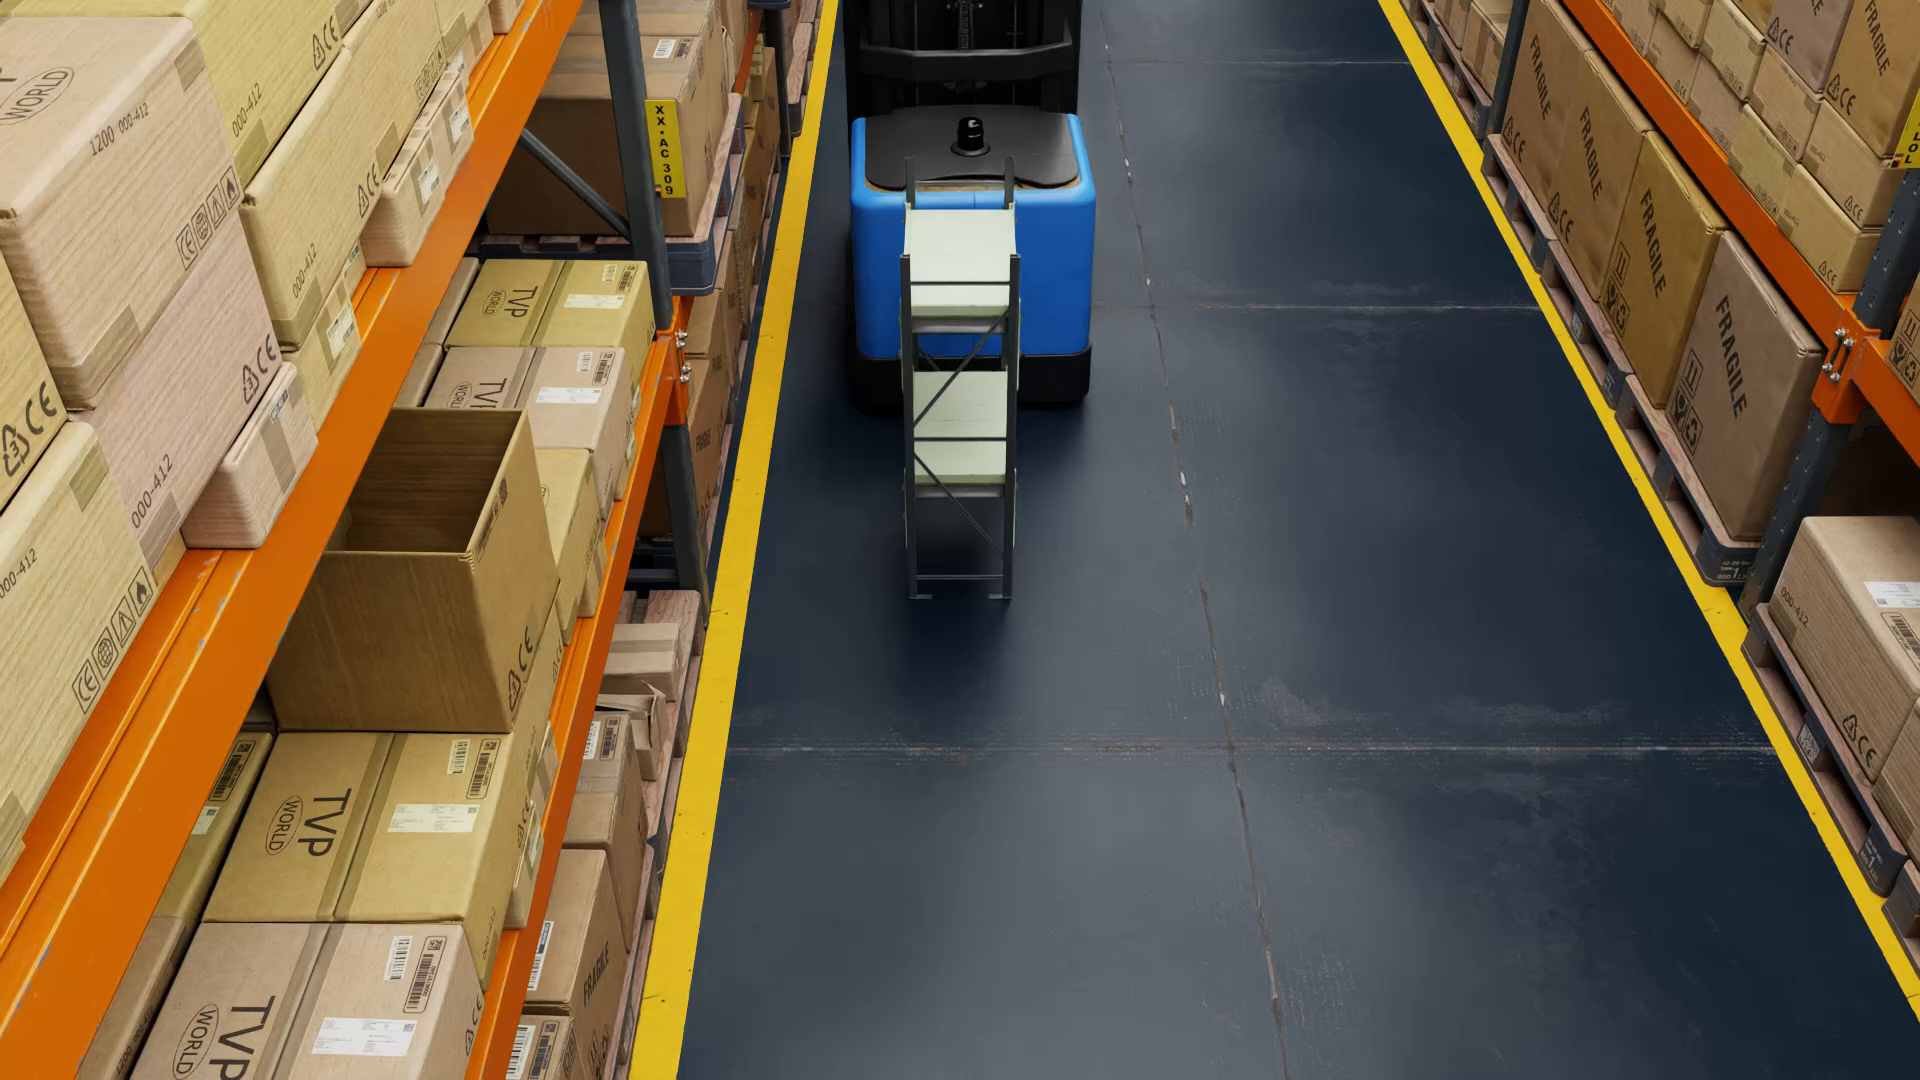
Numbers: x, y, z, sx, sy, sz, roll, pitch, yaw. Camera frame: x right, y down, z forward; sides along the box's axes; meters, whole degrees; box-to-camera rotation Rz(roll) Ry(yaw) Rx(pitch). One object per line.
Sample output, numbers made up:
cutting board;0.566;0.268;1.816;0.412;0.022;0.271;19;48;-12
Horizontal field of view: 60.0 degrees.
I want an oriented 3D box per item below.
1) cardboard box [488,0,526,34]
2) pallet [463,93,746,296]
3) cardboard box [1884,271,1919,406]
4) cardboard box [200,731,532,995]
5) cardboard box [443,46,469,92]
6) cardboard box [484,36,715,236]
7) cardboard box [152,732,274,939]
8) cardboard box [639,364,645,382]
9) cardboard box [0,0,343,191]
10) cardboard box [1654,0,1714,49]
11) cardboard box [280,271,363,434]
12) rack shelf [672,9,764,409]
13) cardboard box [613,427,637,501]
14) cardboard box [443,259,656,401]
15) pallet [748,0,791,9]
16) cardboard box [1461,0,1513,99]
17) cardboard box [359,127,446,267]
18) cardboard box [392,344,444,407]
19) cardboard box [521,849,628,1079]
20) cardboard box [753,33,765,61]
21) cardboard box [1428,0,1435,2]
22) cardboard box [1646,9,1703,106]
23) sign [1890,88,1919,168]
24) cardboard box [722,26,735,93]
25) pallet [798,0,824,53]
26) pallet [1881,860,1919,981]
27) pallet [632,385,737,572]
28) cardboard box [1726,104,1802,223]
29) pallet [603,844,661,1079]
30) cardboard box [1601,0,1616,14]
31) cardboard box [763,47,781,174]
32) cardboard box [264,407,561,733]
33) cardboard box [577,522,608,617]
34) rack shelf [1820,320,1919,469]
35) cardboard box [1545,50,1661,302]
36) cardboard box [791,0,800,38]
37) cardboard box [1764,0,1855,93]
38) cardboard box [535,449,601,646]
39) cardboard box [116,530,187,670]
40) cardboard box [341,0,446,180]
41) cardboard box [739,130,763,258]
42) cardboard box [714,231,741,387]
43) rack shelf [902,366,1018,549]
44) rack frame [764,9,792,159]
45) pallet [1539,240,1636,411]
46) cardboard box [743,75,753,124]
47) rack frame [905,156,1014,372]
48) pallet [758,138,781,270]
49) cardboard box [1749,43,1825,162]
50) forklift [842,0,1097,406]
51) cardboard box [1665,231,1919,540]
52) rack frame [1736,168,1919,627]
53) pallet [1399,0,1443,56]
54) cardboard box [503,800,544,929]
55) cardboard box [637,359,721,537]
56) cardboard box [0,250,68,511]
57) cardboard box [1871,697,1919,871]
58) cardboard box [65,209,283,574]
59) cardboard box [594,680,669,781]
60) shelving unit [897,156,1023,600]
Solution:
cardboard box;-1.181;-1.245;3.707;0.380;0.149;0.250;0;39;0
pallet;-1.354;-1.296;6.123;1.003;0.211;1.213;0;39;0
cardboard box;3.241;-0.623;5.048;0.500;0.500;0.500;1;39;1
cardboard box;-1.193;0.656;3.415;0.500;0.250;0.500;-1;39;-1
cardboard box;-1.204;-0.920;3.301;0.380;0.149;0.250;0;39;0
cardboard box;-1.239;-1.377;5.654;0.700;0.500;0.500;1;39;1
cardboard box;-1.718;0.653;3.419;0.500;0.250;0.500;1;39;1
cardboard box;-1.209;-0.574;5.269;0.380;0.149;0.250;0;39;1
cardboard box;-1.203;-0.703;2.312;0.500;0.250;0.500;-1;39;-1
cardboard box;3.226;-2.246;6.874;0.500;0.250;0.500;1;39;1
cardboard box;-1.140;-0.286;2.511;0.380;0.149;0.250;0;39;0
rack shelf;-1.464;-1.841;7.224;1.077;0.370;4.000;0;39;0
cardboard box;-1.162;-0.249;4.863;0.380;0.149;0.250;1;39;1
cardboard box;-1.217;-0.611;4.996;0.500;0.250;0.500;1;39;1
pallet;-1.395;-2.874;8.091;1.213;0.211;1.003;0;39;0
cardboard box;3.507;-2.871;9.699;0.950;0.372;0.625;-2;39;-3
cardboard box;-1.130;-0.601;2.903;0.380;0.149;0.250;0;39;0
cardboard box;-1.724;-0.306;4.615;0.500;0.250;0.500;0;39;0
cardboard box;-1.226;1.194;4.525;0.500;0.500;0.500;1;39;1
cardboard box;-1.213;-2.506;8.623;0.380;0.149;0.250;-2;39;-2
cardboard box;3.502;-3.806;10.866;0.950;0.372;0.625;1;39;1
cardboard box;3.263;-2.056;7.037;0.500;0.250;0.500;0;39;0
sign;2.959;-1.292;5.101;0.100;0.325;0.005;0;39;0
cardboard box;-1.080;-1.852;6.434;0.396;0.266;0.258;2;39;2
pallet;-1.427;-3.561;11.024;1.003;0.211;1.213;0;39;0
pallet;3.429;1.451;4.770;1.003;0.211;1.213;0;39;0
pallet;-1.501;-0.292;6.946;1.003;0.211;1.213;0;39;0
cardboard box;3.250;-1.418;6.240;0.500;0.250;0.500;-1;39;-1
pallet;-1.458;1.411;4.821;1.003;0.211;1.213;0;39;0
cardboard box;3.264;-2.693;7.832;0.500;0.250;0.500;-1;39;-1
cardboard box;-1.251;-2.297;8.881;0.500;0.500;0.500;1;39;1
cardboard box;-1.190;0.058;3.562;0.500;0.500;0.500;1;39;1
cardboard box;-1.161;0.075;4.459;0.380;0.149;0.250;-1;39;-1
rack shelf;3.504;0.654;4.110;1.077;0.370;4.000;0;39;0
cardboard box;3.412;-1.724;7.866;0.875;0.875;0.875;0;39;1
cardboard box;-1.462;-3.409;10.168;0.875;0.625;0.625;1;39;1
cardboard box;3.242;-1.909;5.854;0.500;0.500;0.500;1;39;1
cardboard box;-1.215;0.014;4.215;0.500;0.250;0.500;0;39;0
cardboard box;-1.235;0.034;2.112;0.380;0.149;0.250;0;39;0
cardboard box;-1.218;-0.837;2.879;0.500;0.250;0.500;-1;39;-1
cardboard box;-1.258;-1.657;8.082;0.500;0.500;0.500;2;39;2
cardboard box;-1.244;-1.008;7.272;0.500;0.500;0.500;-1;39;-1
rack shelf;0.000;-0.335;6.490;0.431;0.370;0.720;0;39;0
rack frame;-1.466;-3.373;8.560;1.000;3.000;0.127;0;39;0
pallet;3.421;-1.037;7.875;1.003;0.211;1.213;0;39;0
cardboard box;-1.225;-2.170;8.204;0.380;0.149;0.250;-1;39;-2
rack frame;0.000;-0.818;6.572;0.400;1.500;0.023;0;39;0
pallet;-1.503;-1.818;8.850;1.003;0.211;1.213;0;39;0
cardboard box;3.250;-1.602;6.071;0.500;0.250;0.500;1;39;1
forklift;-0.002;-2.641;7.701;1.130;2.935;3.031;-2;39;-2
cardboard box;3.421;-0.600;6.463;0.875;0.875;0.875;1;39;1
rack frame;3.502;-0.877;5.446;1.000;3.000;0.127;0;39;0
pallet;3.499;-3.540;10.999;1.003;0.211;1.213;0;39;0
cardboard box;-1.135;0.717;3.658;0.380;0.149;0.250;-1;39;-1
cardboard box;-1.237;-0.363;6.467;0.500;0.500;0.500;2;39;2
cardboard box;-1.207;-0.071;1.523;0.500;0.250;0.500;0;39;-1
cardboard box;3.397;0.911;4.927;0.875;0.438;0.875;-1;39;-1
cardboard box;-1.206;-0.194;2.076;0.500;0.250;0.500;1;39;1
cardboard box;-1.167;0.603;5.449;0.396;0.266;0.258;1;39;2
shelving unit;0.000;-0.589;6.286;0.431;1.500;0.755;0;39;0
